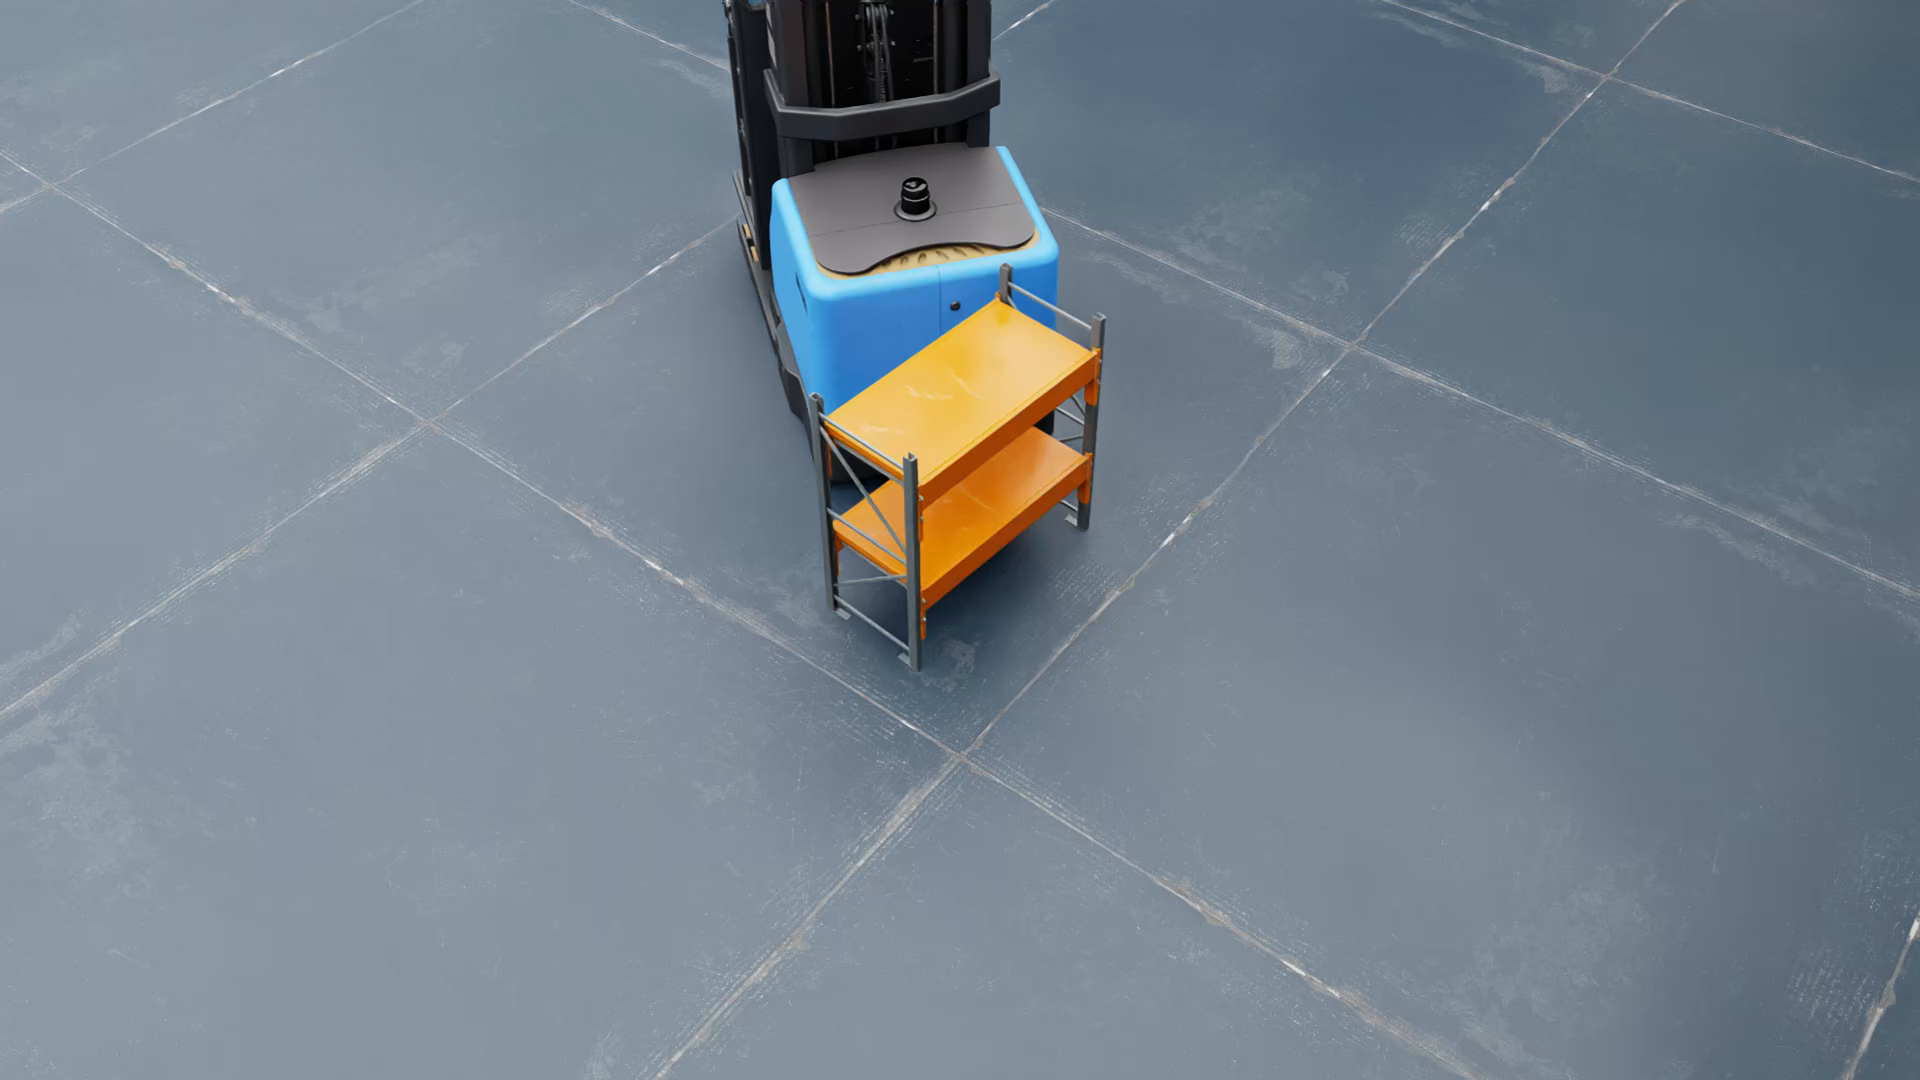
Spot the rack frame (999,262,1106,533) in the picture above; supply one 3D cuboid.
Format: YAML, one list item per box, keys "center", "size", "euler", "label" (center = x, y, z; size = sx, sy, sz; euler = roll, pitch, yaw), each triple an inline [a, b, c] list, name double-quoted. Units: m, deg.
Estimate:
- center: [0.345, -0.550, 6.662]
  size: [0.500, 1.125, 0.032]
  euler: [33, 55, 28]
  label: "rack frame"

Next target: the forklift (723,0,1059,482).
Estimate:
- center: [-0.471, -2.348, 7.130]
  size: [1.130, 2.935, 3.031]
  euler: [-11, 47, -10]
  label: "forklift"

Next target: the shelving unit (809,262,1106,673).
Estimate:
- center: [0.004, -0.277, 6.402]
  size: [0.538, 1.125, 1.048]
  euler: [33, 55, 28]
  label: "shelving unit"

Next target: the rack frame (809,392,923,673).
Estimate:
- center: [-0.338, -0.005, 6.142]
  size: [0.500, 1.125, 0.032]
  euler: [33, 55, 28]
  label: "rack frame"

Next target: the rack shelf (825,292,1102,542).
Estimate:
- center: [0.004, -0.480, 6.190]
  size: [0.538, 0.278, 1.000]
  euler: [33, 55, 28]
  label: "rack shelf"

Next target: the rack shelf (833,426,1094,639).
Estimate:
- center: [0.004, -0.109, 6.579]
  size: [0.538, 0.278, 1.000]
  euler: [33, 55, 28]
  label: "rack shelf"
